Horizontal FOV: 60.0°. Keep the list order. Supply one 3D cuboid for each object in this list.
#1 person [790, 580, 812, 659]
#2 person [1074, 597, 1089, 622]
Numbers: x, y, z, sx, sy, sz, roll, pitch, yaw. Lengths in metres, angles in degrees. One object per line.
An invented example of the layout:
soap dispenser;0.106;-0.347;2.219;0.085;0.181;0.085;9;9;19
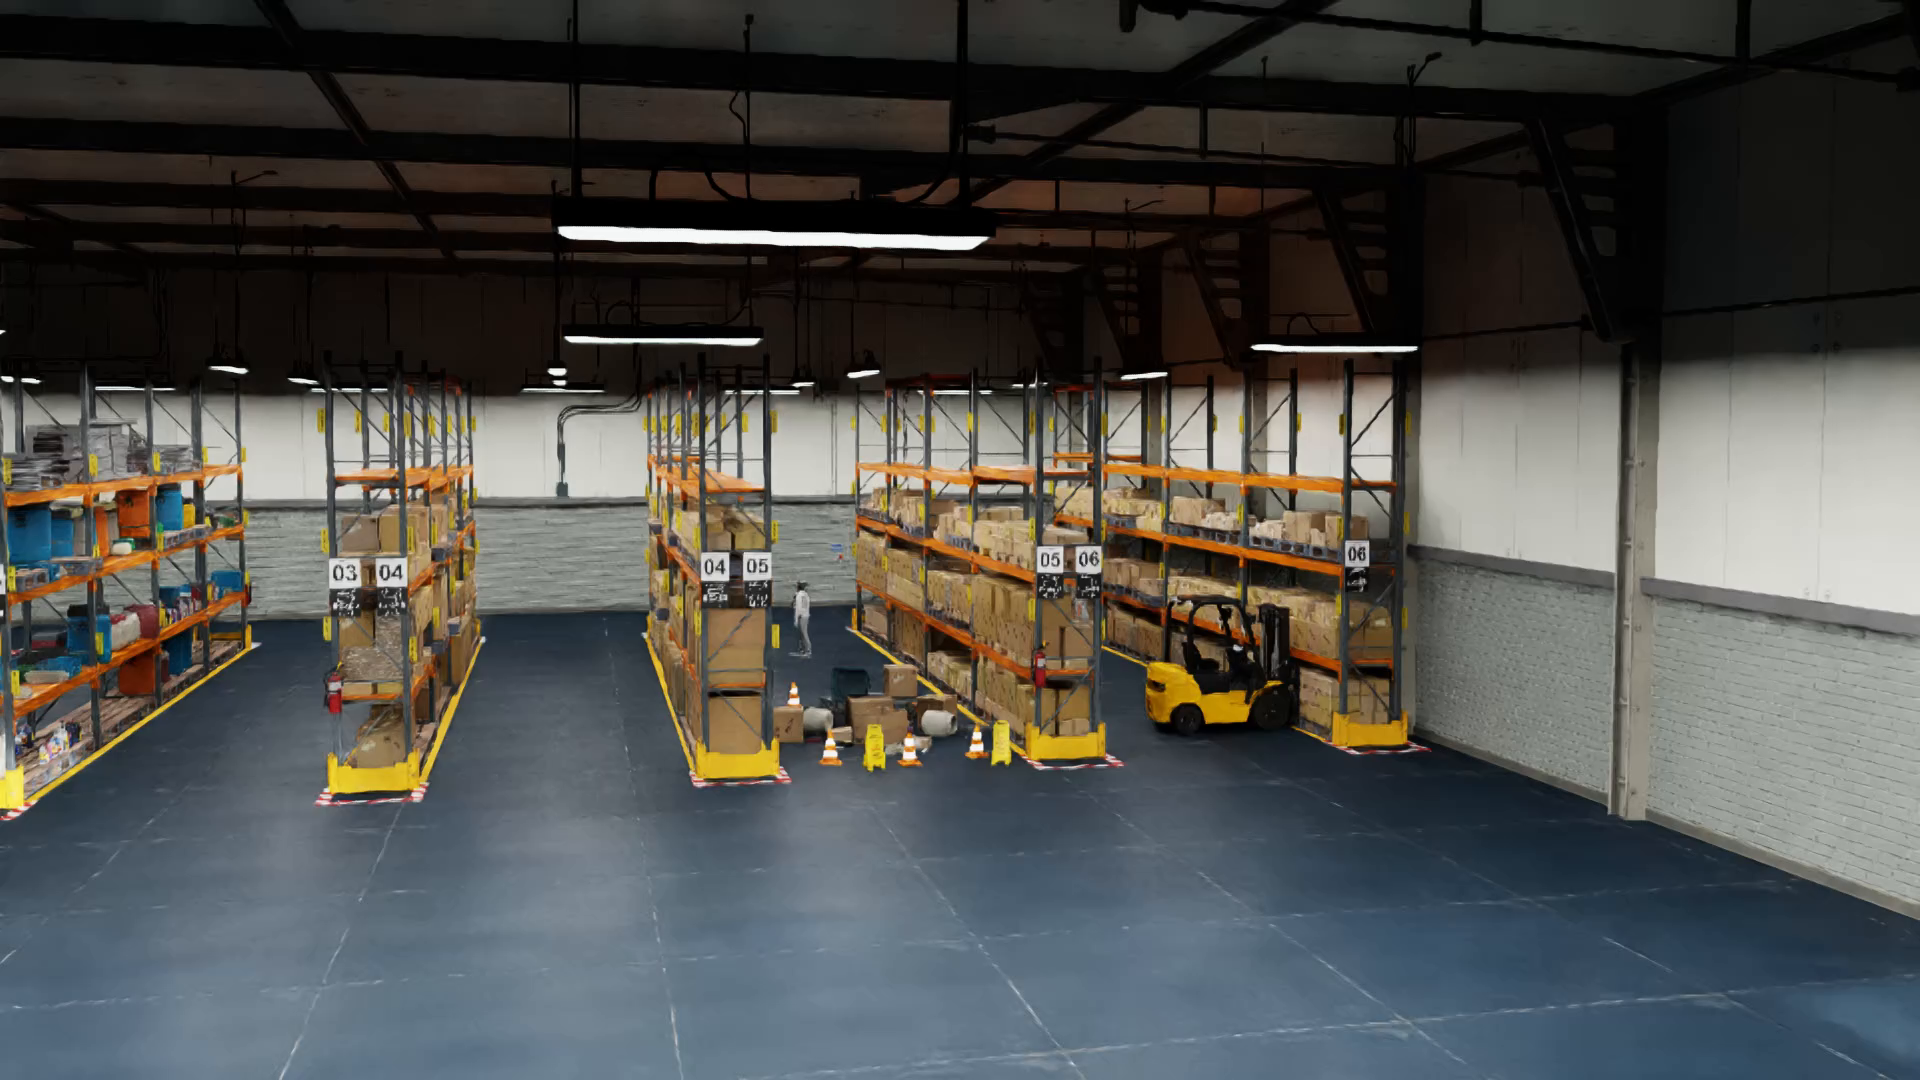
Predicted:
person;-3.411;1.681;35.583;0.550;1.663;0.586;1;4;11
person;2.576;1.666;35.745;0.575;1.665;0.576;0;4;5
